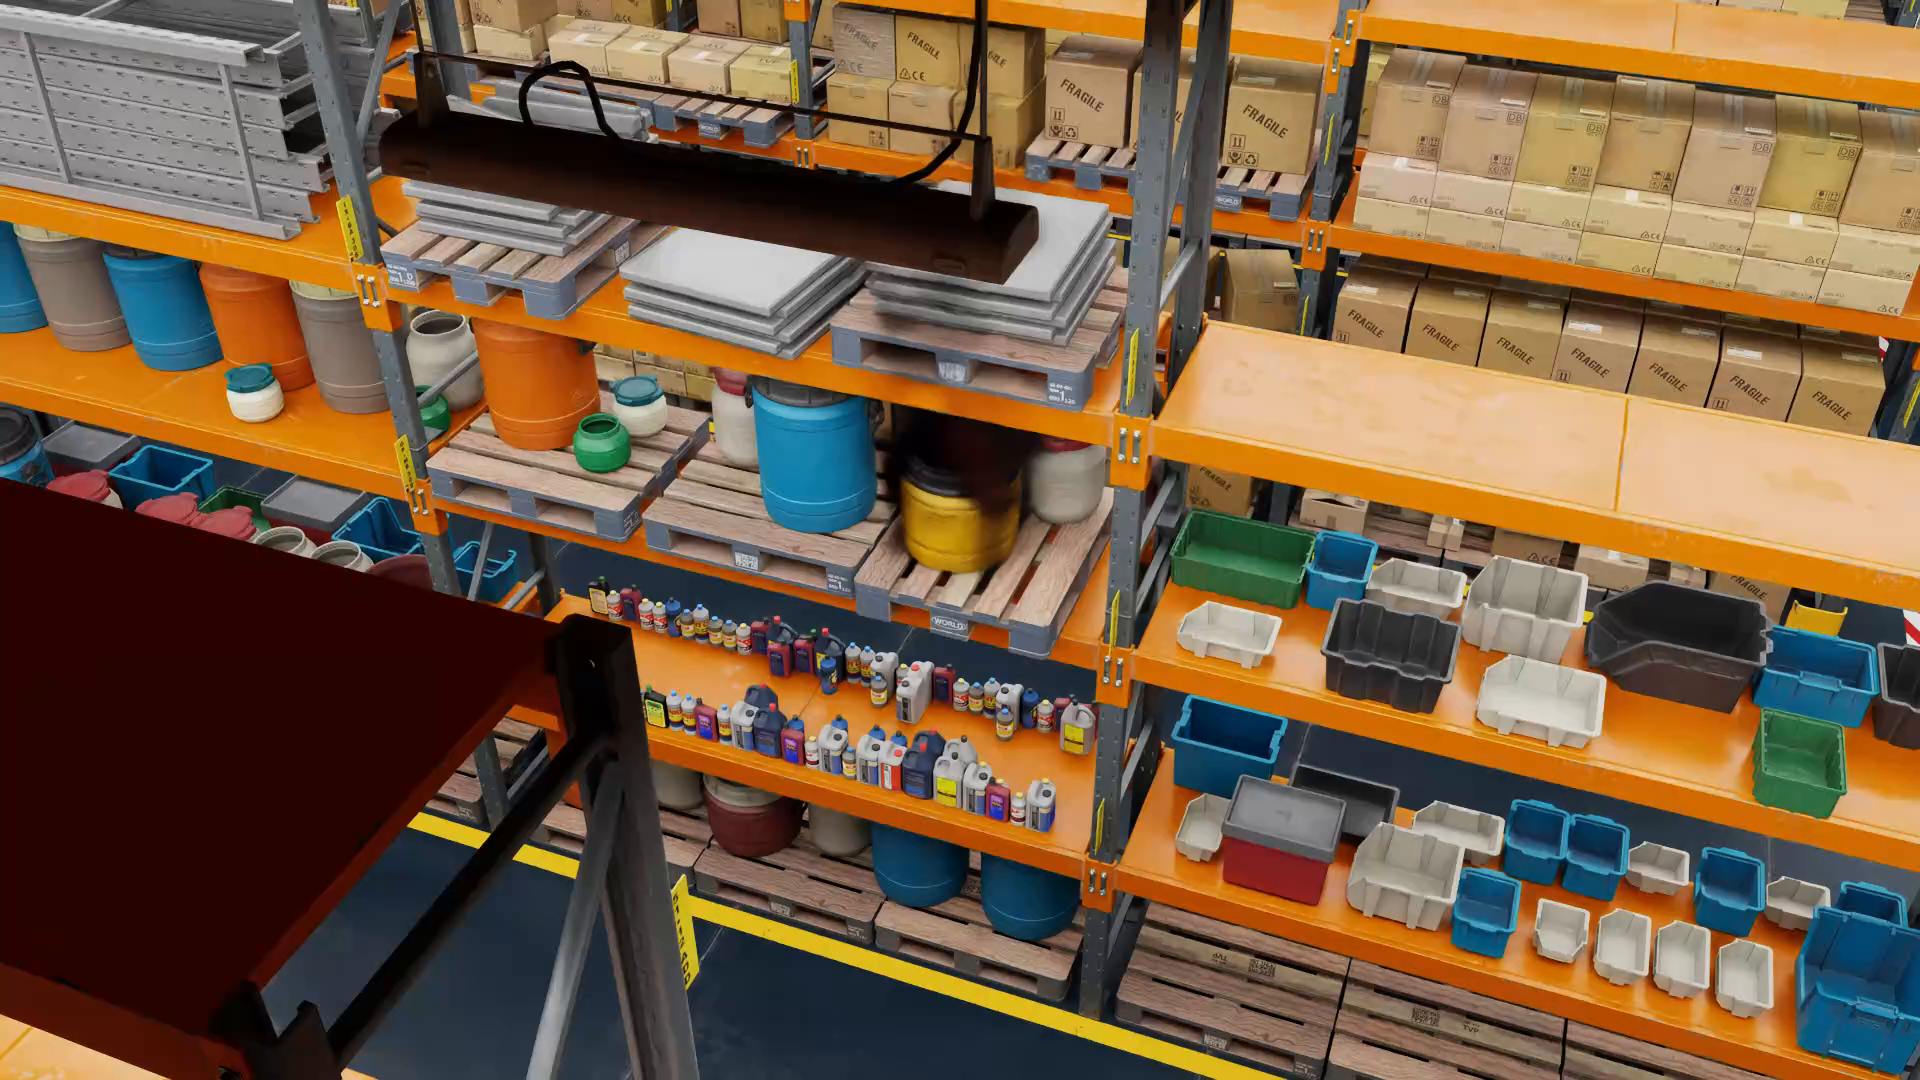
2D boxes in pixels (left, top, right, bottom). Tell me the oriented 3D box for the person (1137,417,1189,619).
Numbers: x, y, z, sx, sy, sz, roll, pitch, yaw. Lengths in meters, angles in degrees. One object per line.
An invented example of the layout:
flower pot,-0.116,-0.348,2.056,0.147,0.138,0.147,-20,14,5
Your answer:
person,1.414,-0.142,11.627,0.683,1.723,0.709,8,37,11
